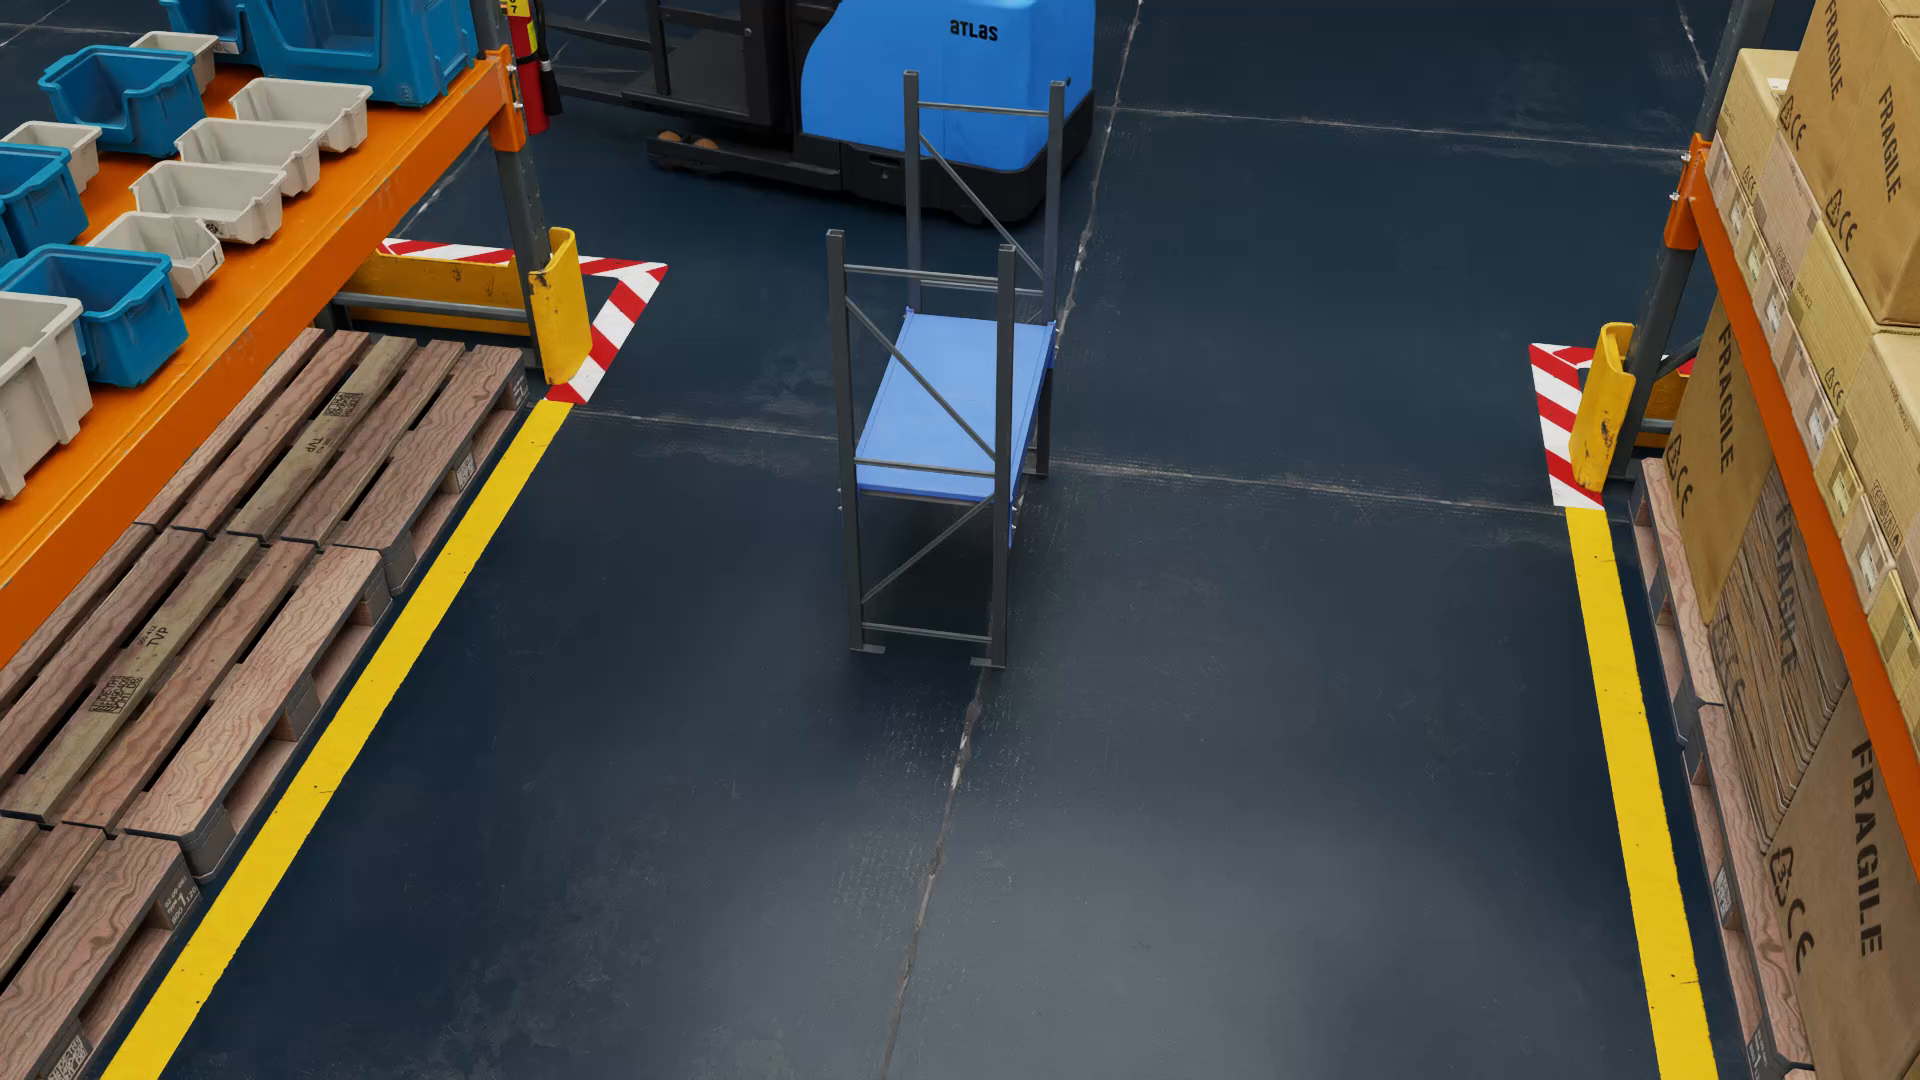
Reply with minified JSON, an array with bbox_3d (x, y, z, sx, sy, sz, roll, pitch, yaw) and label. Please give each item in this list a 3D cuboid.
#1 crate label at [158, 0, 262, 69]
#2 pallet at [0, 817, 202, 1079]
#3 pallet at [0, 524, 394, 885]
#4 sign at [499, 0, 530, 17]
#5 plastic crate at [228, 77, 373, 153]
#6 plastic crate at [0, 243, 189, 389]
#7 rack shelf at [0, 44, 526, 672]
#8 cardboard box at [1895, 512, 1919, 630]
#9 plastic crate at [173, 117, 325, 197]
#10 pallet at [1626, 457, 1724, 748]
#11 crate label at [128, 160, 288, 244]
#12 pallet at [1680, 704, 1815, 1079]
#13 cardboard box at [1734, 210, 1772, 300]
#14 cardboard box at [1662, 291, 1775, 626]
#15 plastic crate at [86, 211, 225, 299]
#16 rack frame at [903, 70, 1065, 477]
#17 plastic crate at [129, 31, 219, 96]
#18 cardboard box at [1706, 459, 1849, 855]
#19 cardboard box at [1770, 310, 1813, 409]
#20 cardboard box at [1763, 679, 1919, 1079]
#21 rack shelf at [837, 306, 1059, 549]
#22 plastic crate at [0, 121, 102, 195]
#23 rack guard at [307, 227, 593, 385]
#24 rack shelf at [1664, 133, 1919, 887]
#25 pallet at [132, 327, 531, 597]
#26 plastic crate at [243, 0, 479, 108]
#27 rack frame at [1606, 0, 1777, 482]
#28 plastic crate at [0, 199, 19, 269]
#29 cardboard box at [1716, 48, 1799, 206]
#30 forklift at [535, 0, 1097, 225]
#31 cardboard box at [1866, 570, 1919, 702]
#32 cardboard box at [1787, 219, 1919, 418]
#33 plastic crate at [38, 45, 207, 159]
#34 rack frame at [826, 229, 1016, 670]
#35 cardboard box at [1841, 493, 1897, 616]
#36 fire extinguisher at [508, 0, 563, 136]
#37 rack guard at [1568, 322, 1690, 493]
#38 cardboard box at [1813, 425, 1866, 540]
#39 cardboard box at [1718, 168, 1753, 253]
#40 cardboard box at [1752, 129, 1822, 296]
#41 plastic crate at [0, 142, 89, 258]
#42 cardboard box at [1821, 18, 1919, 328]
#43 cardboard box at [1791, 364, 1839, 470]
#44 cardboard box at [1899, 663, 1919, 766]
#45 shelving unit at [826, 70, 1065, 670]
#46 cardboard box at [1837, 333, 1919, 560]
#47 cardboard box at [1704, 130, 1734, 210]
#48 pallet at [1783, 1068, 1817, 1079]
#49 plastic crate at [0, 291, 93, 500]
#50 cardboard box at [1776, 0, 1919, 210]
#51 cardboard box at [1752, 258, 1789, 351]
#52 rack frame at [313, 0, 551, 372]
[{"bbox_3d":[-2.432,-1.748,5.595,0.416,0.233,0.303,6,40,8],"label":"crate label"},{"bbox_3d":[-2.668,1.211,4.120,1.003,0.211,1.213,6,40,8],"label":"pallet"},{"bbox_3d":[-2.459,0.443,5.049,1.003,0.211,1.213,6,40,8],"label":"pallet"},{"bbox_3d":[-1.520,-1.921,5.591,0.100,0.325,0.005,6,40,8],"label":"sign"},{"bbox_3d":[-2.027,-1.298,5.126,0.396,0.136,0.243,6,40,8],"label":"plastic crate"},{"bbox_3d":[-2.167,-0.550,4.145,0.416,0.233,0.300,6,40,8],"label":"plastic crate"},{"bbox_3d":[-2.411,-0.376,4.415,1.077,0.370,4.000,6,40,8],"label":"rack shelf"},{"bbox_3d":[2.115,0.140,3.111,0.500,0.250,0.500,7,40,9],"label":"cardboard box"},{"bbox_3d":[-2.092,-1.118,4.908,0.396,0.136,0.243,6,40,8],"label":"plastic crate"},{"bbox_3d":[2.752,0.223,5.315,1.003,0.211,1.213,6,40,8],"label":"pallet"},{"bbox_3d":[-2.116,-0.941,4.693,0.396,0.136,0.243,6,40,8],"label":"crate label"},{"bbox_3d":[2.539,0.986,4.392,1.003,0.211,1.213,6,40,8],"label":"pallet"},{"bbox_3d":[2.340,-0.757,4.509,0.380,0.149,0.250,6,40,7],"label":"cardboard box"},{"bbox_3d":[2.782,-0.295,5.091,0.875,0.875,0.875,6,40,8],"label":"cardboard box"},{"bbox_3d":[-2.149,-0.753,4.466,0.298,0.136,0.250,6,40,8],"label":"plastic crate"},{"bbox_3d":[0.073,-0.844,5.593,0.500,1.500,0.032,6,40,8],"label":"rack frame"},{"bbox_3d":[-2.569,-1.519,5.393,0.250,0.136,0.298,6,40,8],"label":"plastic crate"},{"bbox_3d":[2.624,0.276,4.400,0.875,0.875,0.875,6,40,8],"label":"cardboard box"},{"bbox_3d":[2.251,-0.434,4.118,0.380,0.149,0.250,6,40,7],"label":"cardboard box"},{"bbox_3d":[2.470,0.835,3.724,0.875,0.875,0.875,6,40,8],"label":"cardboard box"},{"bbox_3d":[-0.015,-0.386,5.322,0.538,0.185,1.000,6,40,8],"label":"rack shelf"},{"bbox_3d":[-2.686,-1.093,4.878,0.250,0.136,0.298,6,40,8],"label":"plastic crate"},{"bbox_3d":[-2.073,-0.962,6.521,1.175,0.500,0.348,6,40,8],"label":"rack guard"},{"bbox_3d":[2.468,0.170,3.755,1.077,0.370,4.000,6,40,8],"label":"rack shelf"},{"bbox_3d":[-2.246,-0.321,5.972,1.003,0.211,1.213,6,40,8],"label":"pallet"},{"bbox_3d":[-1.939,-1.715,5.395,0.616,0.435,0.499,6,40,8],"label":"plastic crate"},{"bbox_3d":[2.814,-1.362,5.044,1.000,3.000,0.127,6,40,8],"label":"rack frame"},{"bbox_3d":[-2.711,-0.734,4.368,0.416,0.233,0.300,6,40,8],"label":"plastic crate"},{"bbox_3d":[2.465,-1.148,4.668,0.500,0.250,0.500,5,40,6],"label":"cardboard box"},{"bbox_3d":[-0.930,-3.135,7.241,3.031,2.935,1.130,15,42,17],"label":"forklift"},{"bbox_3d":[2.074,0.211,3.338,0.380,0.149,0.250,6,40,7],"label":"cardboard box"},{"bbox_3d":[2.291,-0.506,3.892,0.500,0.250,0.500,5,40,6],"label":"cardboard box"},{"bbox_3d":[-2.546,-1.335,5.095,0.416,0.233,0.300,6,40,8],"label":"plastic crate"},{"bbox_3d":[-0.103,-0.205,4.821,0.500,1.500,0.032,6,40,8],"label":"rack frame"},{"bbox_3d":[2.119,0.051,3.531,0.380,0.149,0.250,7,40,8],"label":"cardboard box"},{"bbox_3d":[-1.591,-1.780,5.902,0.296,0.674,0.183,6,40,8],"label":"fire extinguisher"},{"bbox_3d":[2.818,-0.414,5.859,1.175,0.500,0.348,6,40,8],"label":"rack guard"},{"bbox_3d":[2.162,-0.114,3.731,0.380,0.149,0.250,5,40,7],"label":"cardboard box"},{"bbox_3d":[2.384,-0.918,4.703,0.380,0.149,0.250,6,40,7],"label":"cardboard box"},{"bbox_3d":[2.381,-0.821,4.273,0.500,0.250,0.500,6,40,7],"label":"cardboard box"},{"bbox_3d":[-2.659,-0.922,4.596,0.416,0.233,0.300,6,40,8],"label":"plastic crate"},{"bbox_3d":[2.294,-0.797,3.656,0.500,0.500,0.500,5,40,6],"label":"cardboard box"},{"bbox_3d":[2.207,-0.272,3.922,0.380,0.149,0.250,6,40,7],"label":"cardboard box"},{"bbox_3d":[2.029,0.371,3.144,0.380,0.149,0.250,7,40,9],"label":"cardboard box"},{"bbox_3d":[-0.015,-0.524,5.207,0.538,1.500,1.048,6,40,8],"label":"shelving unit"},{"bbox_3d":[2.206,-0.178,3.495,0.500,0.250,0.500,6,40,7],"label":"cardboard box"},{"bbox_3d":[2.427,-1.079,4.898,0.380,0.149,0.250,7,40,8],"label":"cardboard box"},{"bbox_3d":[2.330,1.754,3.463,1.003,0.211,1.213,6,40,8],"label":"pallet"},{"bbox_3d":[-2.311,-0.314,3.821,0.437,0.282,0.530,6,40,8],"label":"plastic crate"},{"bbox_3d":[2.378,-1.123,4.050,0.500,0.500,0.500,5,40,7],"label":"cardboard box"},{"bbox_3d":[2.296,-0.593,4.311,0.380,0.149,0.250,6,40,7],"label":"cardboard box"},{"bbox_3d":[-2.065,-1.909,5.704,1.000,3.000,0.127,6,40,8],"label":"rack frame"}]
